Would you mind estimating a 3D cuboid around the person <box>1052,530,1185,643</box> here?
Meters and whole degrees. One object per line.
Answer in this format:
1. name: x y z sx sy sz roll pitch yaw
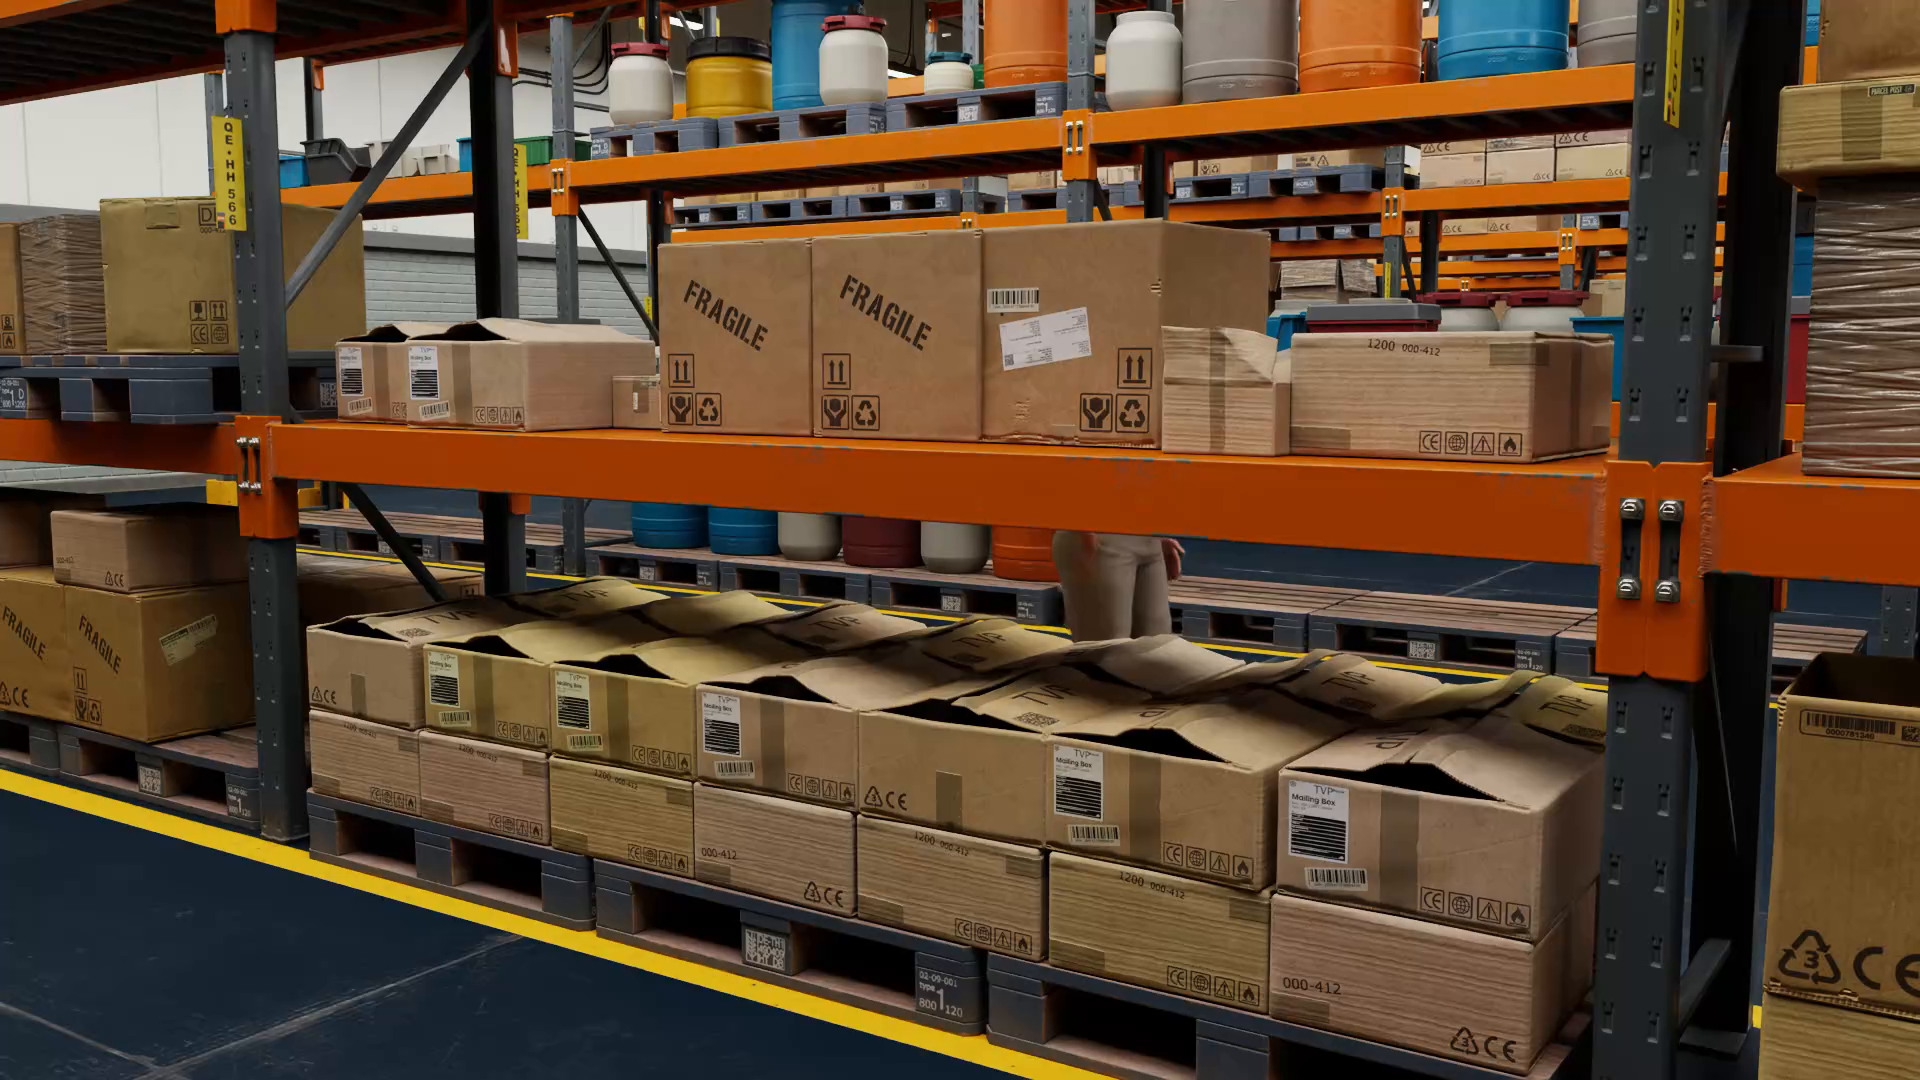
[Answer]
1. person: 0.544 0.025 5.728 0.362 1.716 0.536 4 8 35
